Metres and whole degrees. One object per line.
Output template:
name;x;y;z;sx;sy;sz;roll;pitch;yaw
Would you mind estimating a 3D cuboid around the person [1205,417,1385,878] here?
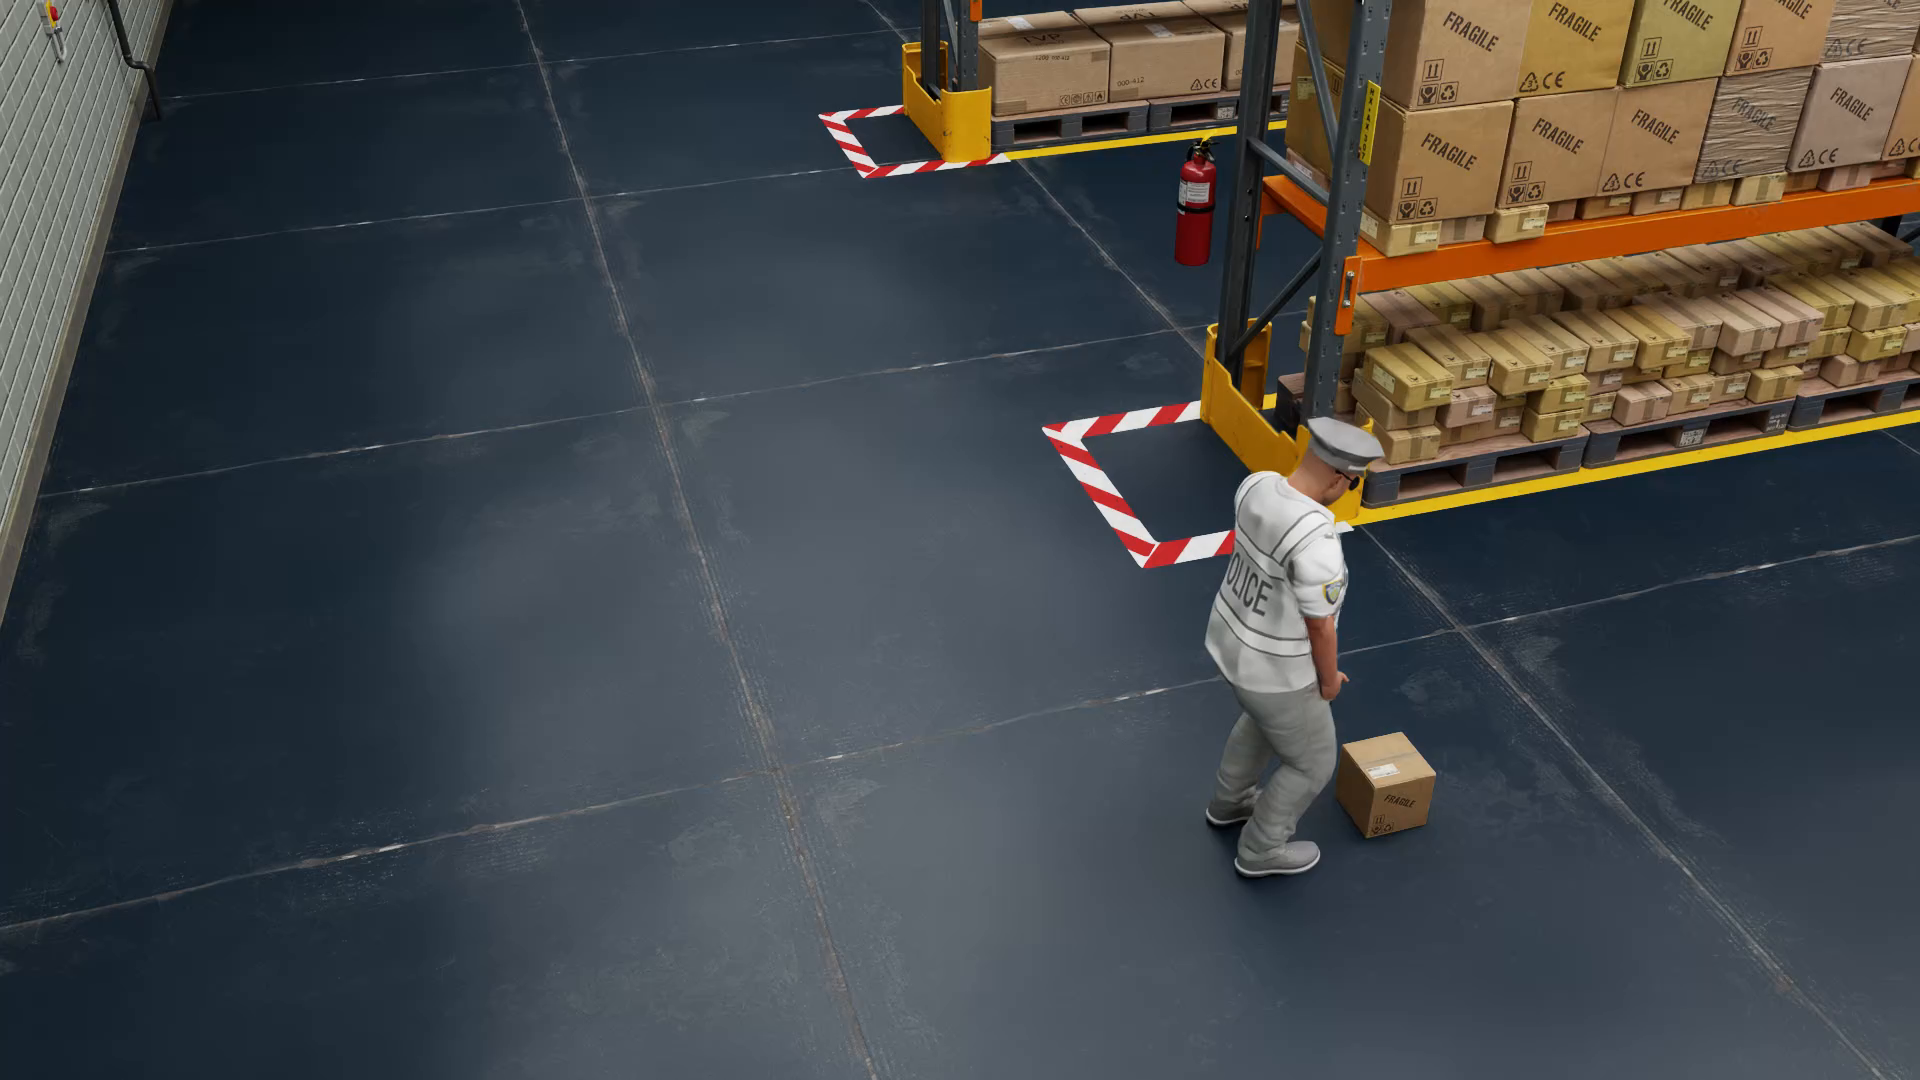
person;1.087;0.374;5.636;0.496;1.697;0.557;-9;35;-13
